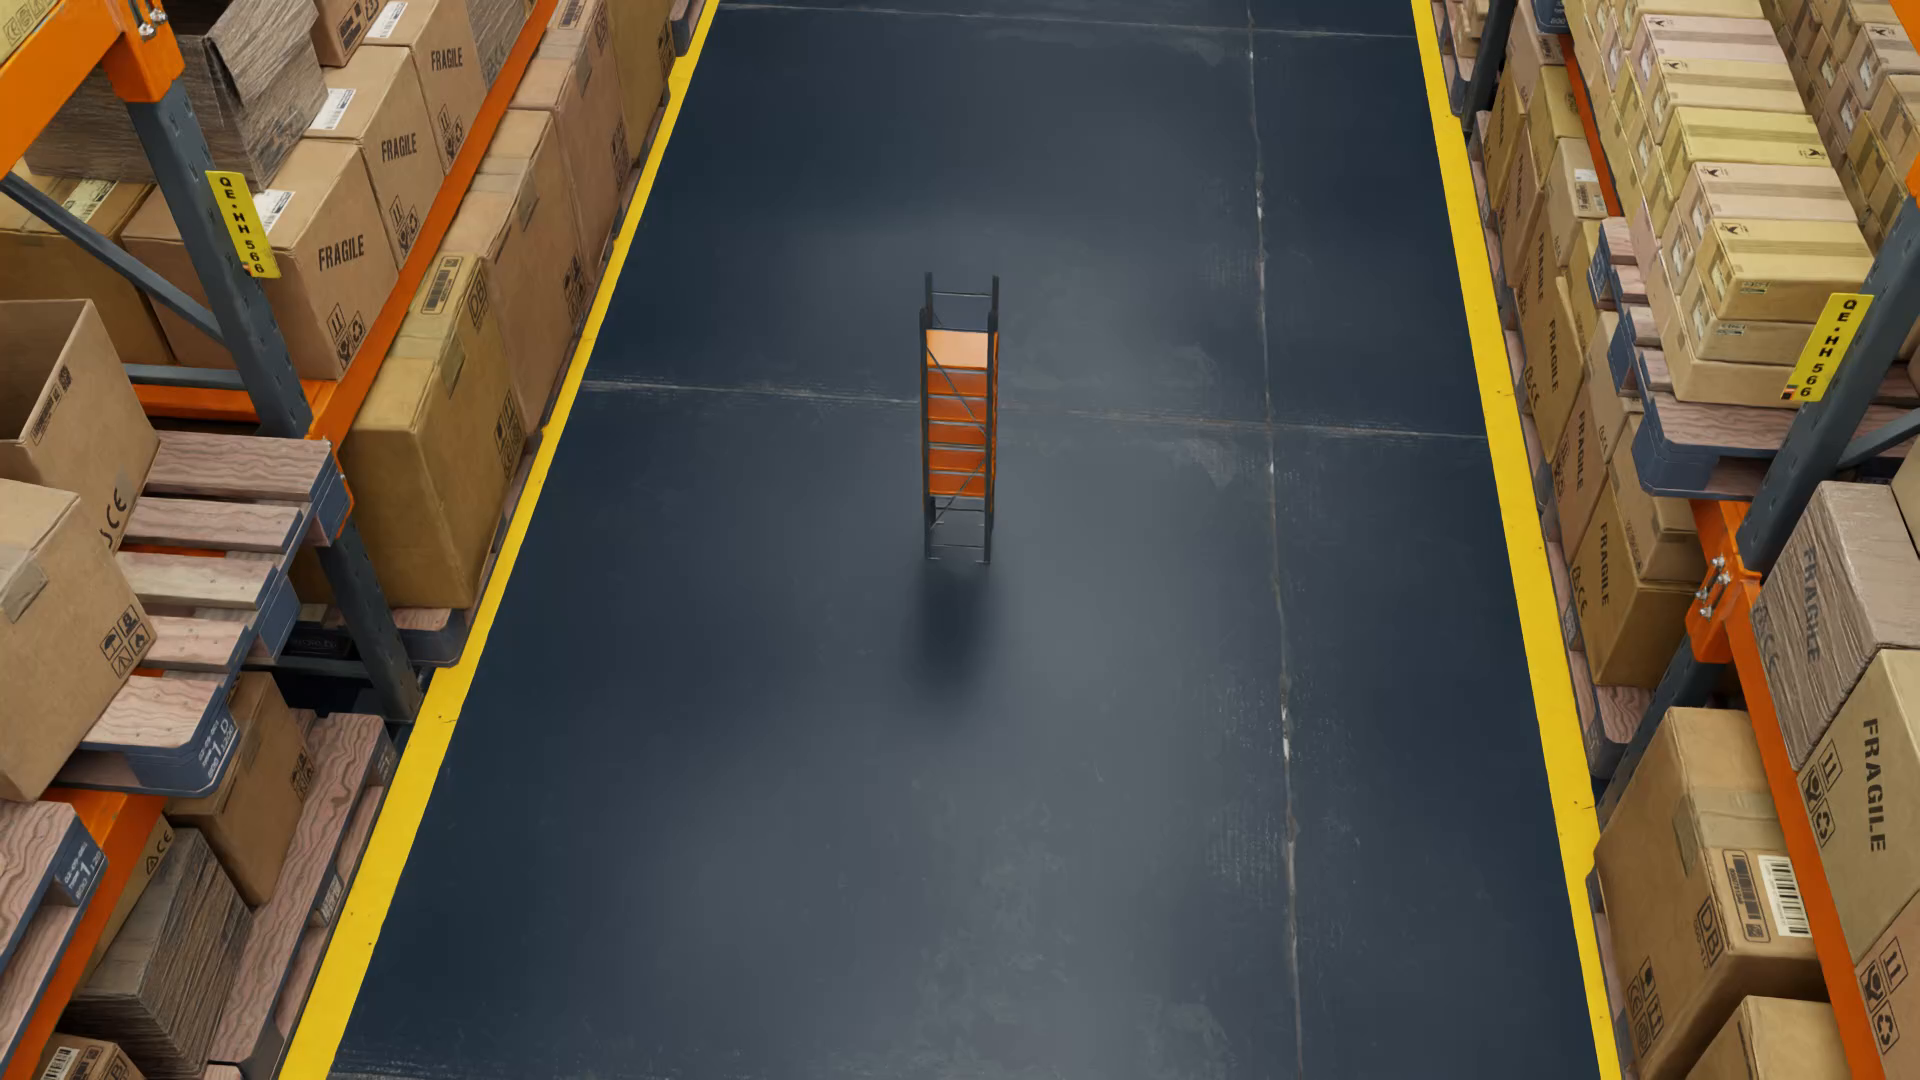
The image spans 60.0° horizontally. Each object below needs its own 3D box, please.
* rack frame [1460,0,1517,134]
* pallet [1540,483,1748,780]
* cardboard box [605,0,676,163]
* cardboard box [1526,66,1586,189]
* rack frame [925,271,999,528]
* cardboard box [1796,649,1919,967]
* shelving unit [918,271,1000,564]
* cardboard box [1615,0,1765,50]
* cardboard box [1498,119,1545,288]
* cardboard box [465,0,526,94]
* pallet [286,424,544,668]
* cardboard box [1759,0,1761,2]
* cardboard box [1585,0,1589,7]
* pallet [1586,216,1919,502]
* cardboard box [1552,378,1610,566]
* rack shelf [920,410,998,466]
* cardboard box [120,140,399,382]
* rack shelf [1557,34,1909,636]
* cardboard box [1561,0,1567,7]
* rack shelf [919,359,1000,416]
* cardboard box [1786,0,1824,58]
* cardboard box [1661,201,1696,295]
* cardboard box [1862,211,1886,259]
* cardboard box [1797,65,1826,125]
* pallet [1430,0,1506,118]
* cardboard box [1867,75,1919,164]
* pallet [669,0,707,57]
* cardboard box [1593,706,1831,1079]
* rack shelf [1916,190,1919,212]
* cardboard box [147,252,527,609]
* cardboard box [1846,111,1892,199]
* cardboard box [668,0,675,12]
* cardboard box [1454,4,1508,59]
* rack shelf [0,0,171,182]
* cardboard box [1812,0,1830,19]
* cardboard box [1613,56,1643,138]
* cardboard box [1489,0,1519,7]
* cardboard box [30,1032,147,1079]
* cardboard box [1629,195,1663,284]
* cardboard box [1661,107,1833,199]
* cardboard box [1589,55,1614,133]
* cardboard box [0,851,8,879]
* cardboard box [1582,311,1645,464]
[{"bbox_3d":[2.937,-2.993,6.955,1.000,3.000,0.127,4,48,4],"label":"rack frame"},{"bbox_3d":[2.645,0.313,5.820,1.003,0.211,1.213,4,48,4],"label":"pallet"},{"bbox_3d":[-2.031,-2.354,7.525,1.225,0.875,0.875,4,48,4],"label":"cardboard box"},{"bbox_3d":[2.561,-1.627,6.607,0.500,0.250,0.500,5,48,5],"label":"cardboard box"},{"bbox_3d":[0.007,-0.462,5.859,0.240,1.200,0.006,4,48,4],"label":"rack frame"},{"bbox_3d":[2.219,0.598,3.602,0.500,0.500,0.500,3,48,3],"label":"cardboard box"},{"bbox_3d":[-0.001,-0.394,5.798,0.258,1.200,0.189,4,48,4],"label":"shelving unit"},{"bbox_3d":[2.281,-1.652,5.211,0.380,0.149,0.250,6,48,5],"label":"cardboard box"},{"bbox_3d":[2.559,-1.377,6.886,0.500,0.500,0.500,6,48,5],"label":"cardboard box"},{"bbox_3d":[-1.907,-1.957,5.939,0.500,0.500,0.500,4,48,4],"label":"cardboard box"},{"bbox_3d":[-2.211,-0.094,6.193,1.003,0.211,1.213,4,48,4],"label":"pallet"},{"bbox_3d":[3.008,-1.982,5.915,0.380,0.149,0.250,2,48,2],"label":"cardboard box"},{"bbox_3d":[2.329,-1.927,5.664,0.380,0.149,0.250,3,48,3],"label":"cardboard box"},{"bbox_3d":[2.531,-0.520,4.822,1.213,0.211,1.003,4,48,4],"label":"pallet"},{"bbox_3d":[2.423,-0.234,5.841,0.500,0.500,0.500,6,48,5],"label":"cardboard box"},{"bbox_3d":[-0.001,-0.364,5.830,0.258,0.103,0.180,4,48,4],"label":"rack shelf"},{"bbox_3d":[-2.042,-0.834,4.912,0.500,0.500,0.500,5,48,5],"label":"cardboard box"},{"bbox_3d":[2.755,-1.280,5.876,1.077,0.370,4.000,4,48,4],"label":"rack shelf"},{"bbox_3d":[2.350,-2.032,5.962,0.380,0.149,0.250,2,48,2],"label":"cardboard box"},{"bbox_3d":[-0.001,-0.526,5.653,0.258,0.103,0.180,4,48,4],"label":"rack shelf"},{"bbox_3d":[2.953,-1.698,5.454,0.380,0.149,0.250,5,48,5],"label":"cardboard box"},{"bbox_3d":[2.187,-0.801,4.634,0.380,0.149,0.250,5,48,5],"label":"cardboard box"},{"bbox_3d":[2.863,-0.821,4.854,0.380,0.149,0.250,6,48,5],"label":"cardboard box"},{"bbox_3d":[2.933,-1.400,5.383,0.380,0.149,0.250,4,48,4],"label":"cardboard box"},{"bbox_3d":[2.963,-2.548,8.437,1.003,0.211,1.213,4,48,4],"label":"pallet"},{"bbox_3d":[2.881,-1.210,4.806,0.380,0.149,0.250,2,48,2],"label":"cardboard box"},{"bbox_3d":[-1.846,-3.013,8.863,1.003,0.211,1.213,4,48,4],"label":"pallet"},{"bbox_3d":[2.427,1.005,4.538,1.050,0.750,0.750,3,48,3],"label":"cardboard box"},{"bbox_3d":[2.390,0.647,2.081,1.077,0.370,4.000,4,48,4],"label":"rack shelf"},{"bbox_3d":[-2.274,-0.392,5.731,1.225,0.875,0.875,2,48,2],"label":"cardboard box"},{"bbox_3d":[2.883,-1.134,4.938,0.380,0.149,0.250,4,48,4],"label":"cardboard box"},{"bbox_3d":[-1.853,-3.305,8.395,0.875,0.875,0.875,4,48,4],"label":"cardboard box"},{"bbox_3d":[2.634,-2.484,8.136,0.380,0.149,0.250,4,48,4],"label":"cardboard box"},{"bbox_3d":[-2.540,0.239,2.454,1.077,0.370,4.000,4,48,4],"label":"rack shelf"},{"bbox_3d":[2.952,-1.787,5.334,0.380,0.149,0.250,3,48,3],"label":"cardboard box"},{"bbox_3d":[2.256,-1.361,5.146,0.380,0.149,0.250,4,48,3],"label":"cardboard box"},{"bbox_3d":[2.710,-2.652,7.887,0.380,0.149,0.250,5,48,5],"label":"cardboard box"},{"bbox_3d":[-2.481,1.553,4.193,0.700,0.500,0.500,7,48,7],"label":"cardboard box"},{"bbox_3d":[2.207,-0.875,4.903,0.380,0.149,0.250,5,48,4],"label":"cardboard box"},{"bbox_3d":[2.210,-1.079,4.687,0.380,0.149,0.250,5,48,5],"label":"cardboard box"},{"bbox_3d":[2.282,-1.446,5.425,0.380,0.149,0.250,5,48,5],"label":"cardboard box"},{"bbox_3d":[-2.241,0.686,3.396,0.396,0.266,0.258,3,48,2],"label":"cardboard box"},{"bbox_3d":[2.409,-0.497,5.573,0.500,0.250,0.500,4,48,4],"label":"cardboard box"}]
